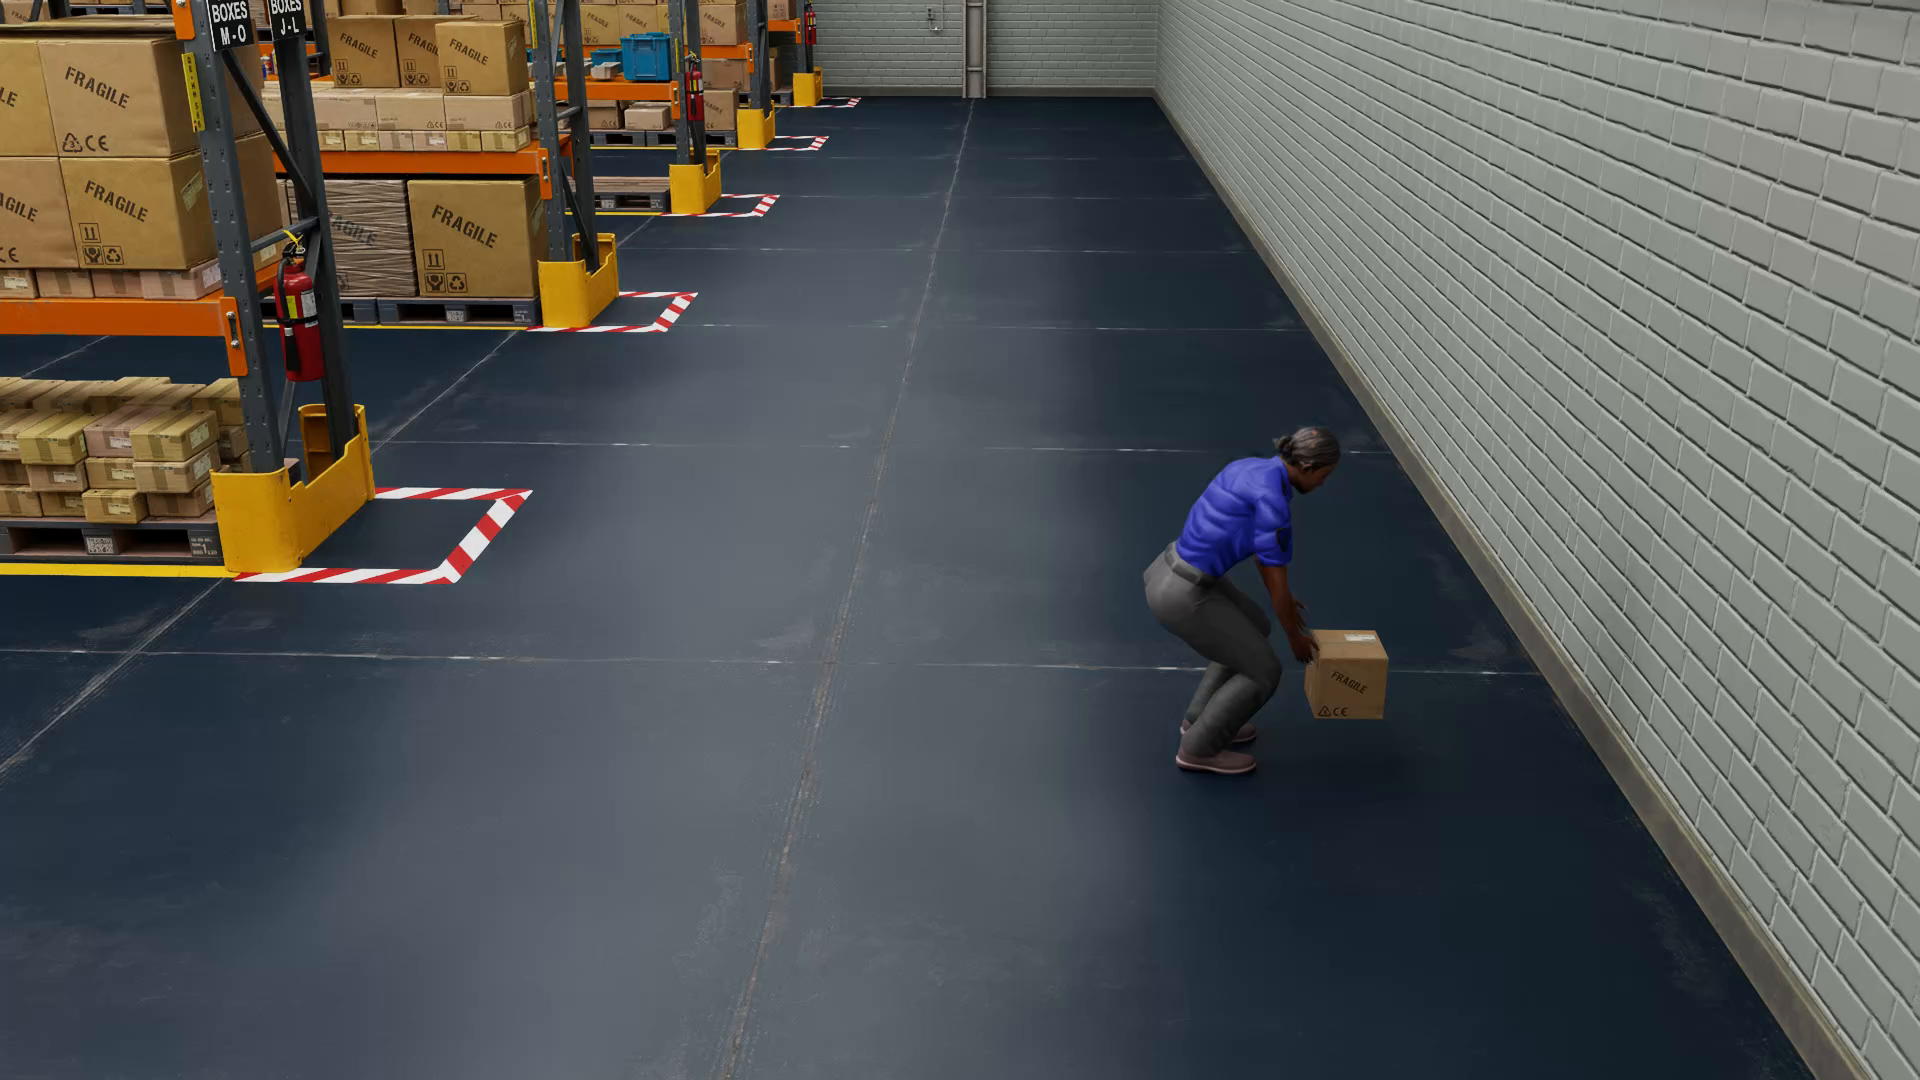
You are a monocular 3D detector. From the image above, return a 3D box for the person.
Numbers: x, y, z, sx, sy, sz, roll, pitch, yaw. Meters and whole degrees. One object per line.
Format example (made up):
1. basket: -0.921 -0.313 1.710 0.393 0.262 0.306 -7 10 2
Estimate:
1. person: 1.011 0.198 6.112 0.682 1.280 0.498 1 21 2
